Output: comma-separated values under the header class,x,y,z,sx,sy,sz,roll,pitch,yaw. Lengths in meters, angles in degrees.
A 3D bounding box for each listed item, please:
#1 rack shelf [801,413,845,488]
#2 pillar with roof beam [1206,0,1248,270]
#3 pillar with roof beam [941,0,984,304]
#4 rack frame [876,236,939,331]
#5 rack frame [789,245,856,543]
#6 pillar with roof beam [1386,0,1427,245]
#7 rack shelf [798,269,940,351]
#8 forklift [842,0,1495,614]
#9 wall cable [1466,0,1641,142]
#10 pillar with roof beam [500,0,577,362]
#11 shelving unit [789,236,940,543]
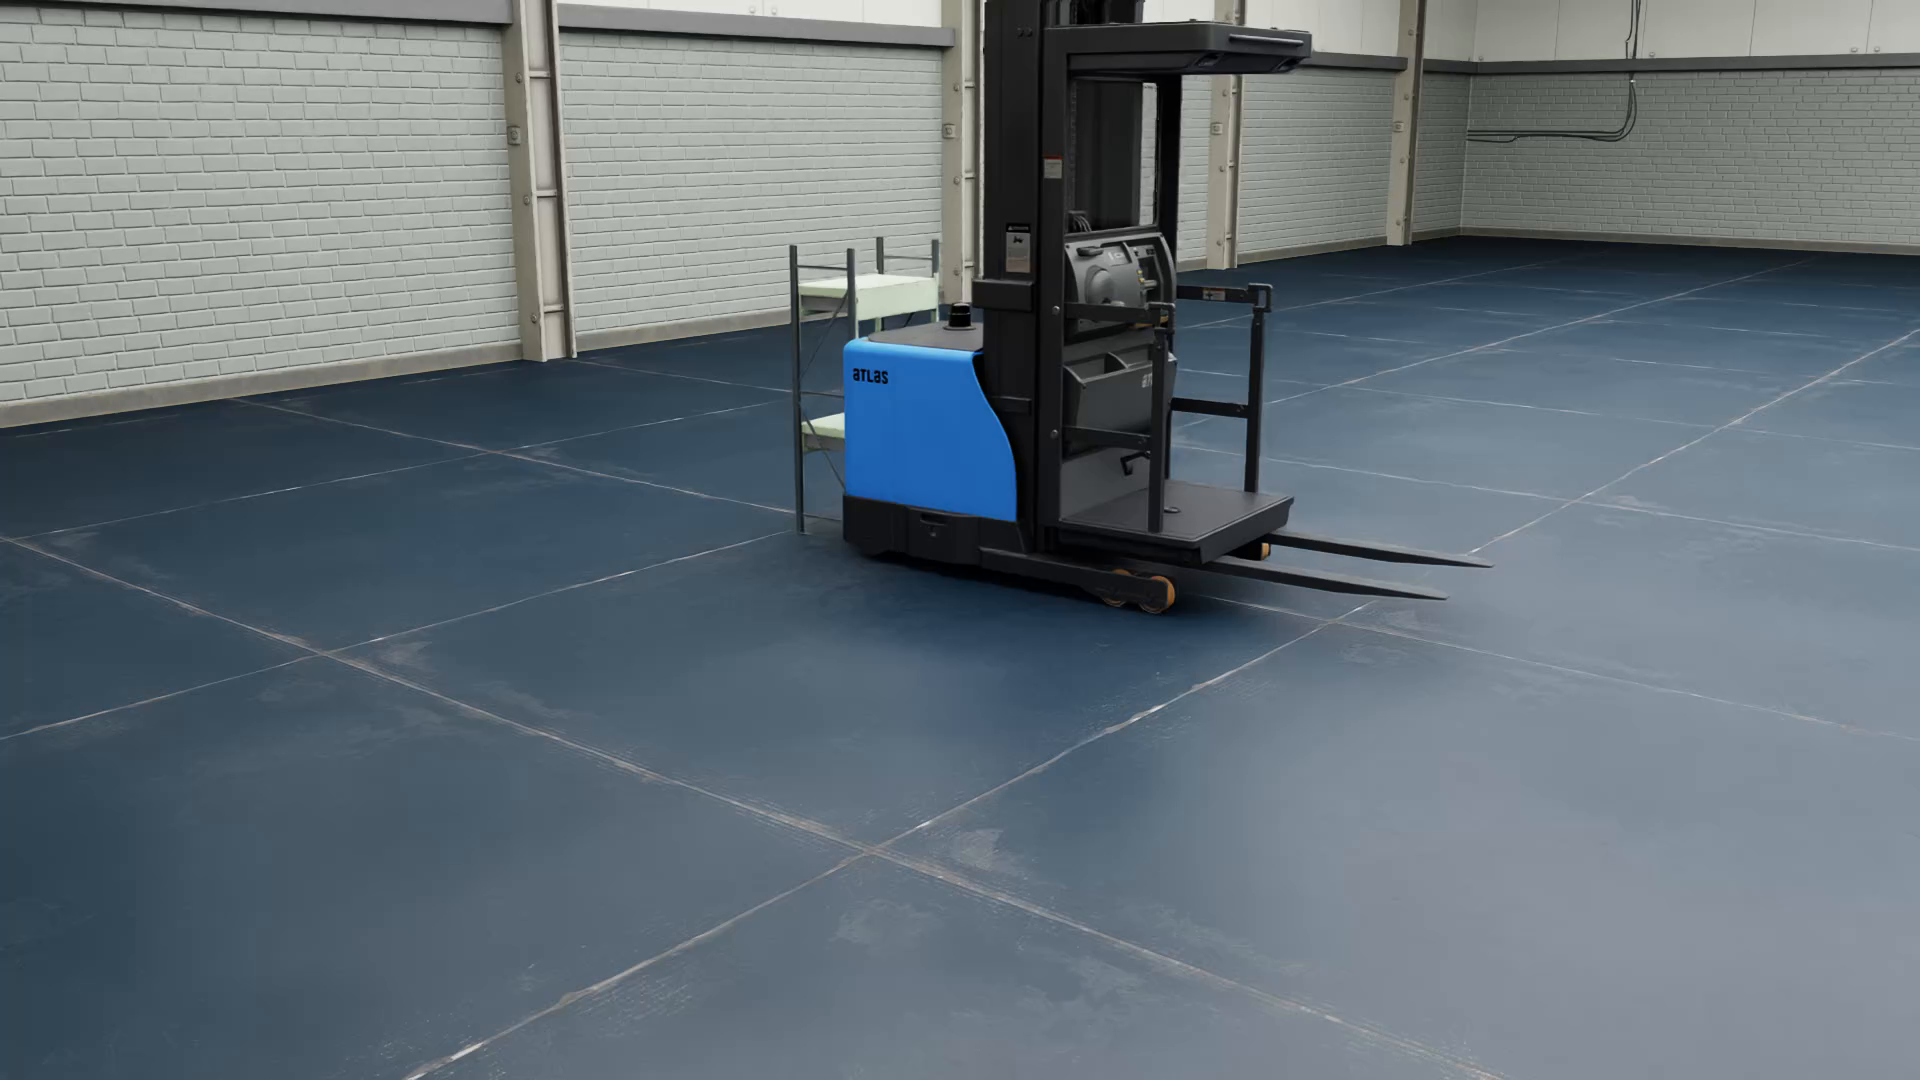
class,x,y,z,sx,sy,sz,roll,pitch,yaw
rack shelf,-0.486,-0.494,8.846,0.431,0.370,0.720,9,17,33
pillar with roof beam,7.147,-7.654,20.476,9.100,9.000,0.400,11,18,38
pillar with roof beam,3.376,-6.505,15.953,9.100,9.000,0.400,11,18,38
rack frame,-0.282,-0.885,9.060,0.400,1.500,0.023,9,17,33
rack frame,-0.690,-0.735,8.471,0.400,1.500,0.023,9,17,33
pillar with roof beam,10.918,-8.803,24.999,9.100,9.000,0.400,11,18,38
rack shelf,-0.486,-1.188,8.669,0.431,0.370,0.720,9,17,33
forklift,0.918,-1.244,7.567,3.031,2.935,1.130,10,17,33
wall cable,10.450,-8.324,29.419,3.097,2.526,0.112,11,18,38
pillar with roof beam,-0.395,-5.356,11.430,9.100,9.000,0.400,11,18,38
shelving unit,-0.486,-0.810,8.765,0.431,1.500,0.755,9,17,33
